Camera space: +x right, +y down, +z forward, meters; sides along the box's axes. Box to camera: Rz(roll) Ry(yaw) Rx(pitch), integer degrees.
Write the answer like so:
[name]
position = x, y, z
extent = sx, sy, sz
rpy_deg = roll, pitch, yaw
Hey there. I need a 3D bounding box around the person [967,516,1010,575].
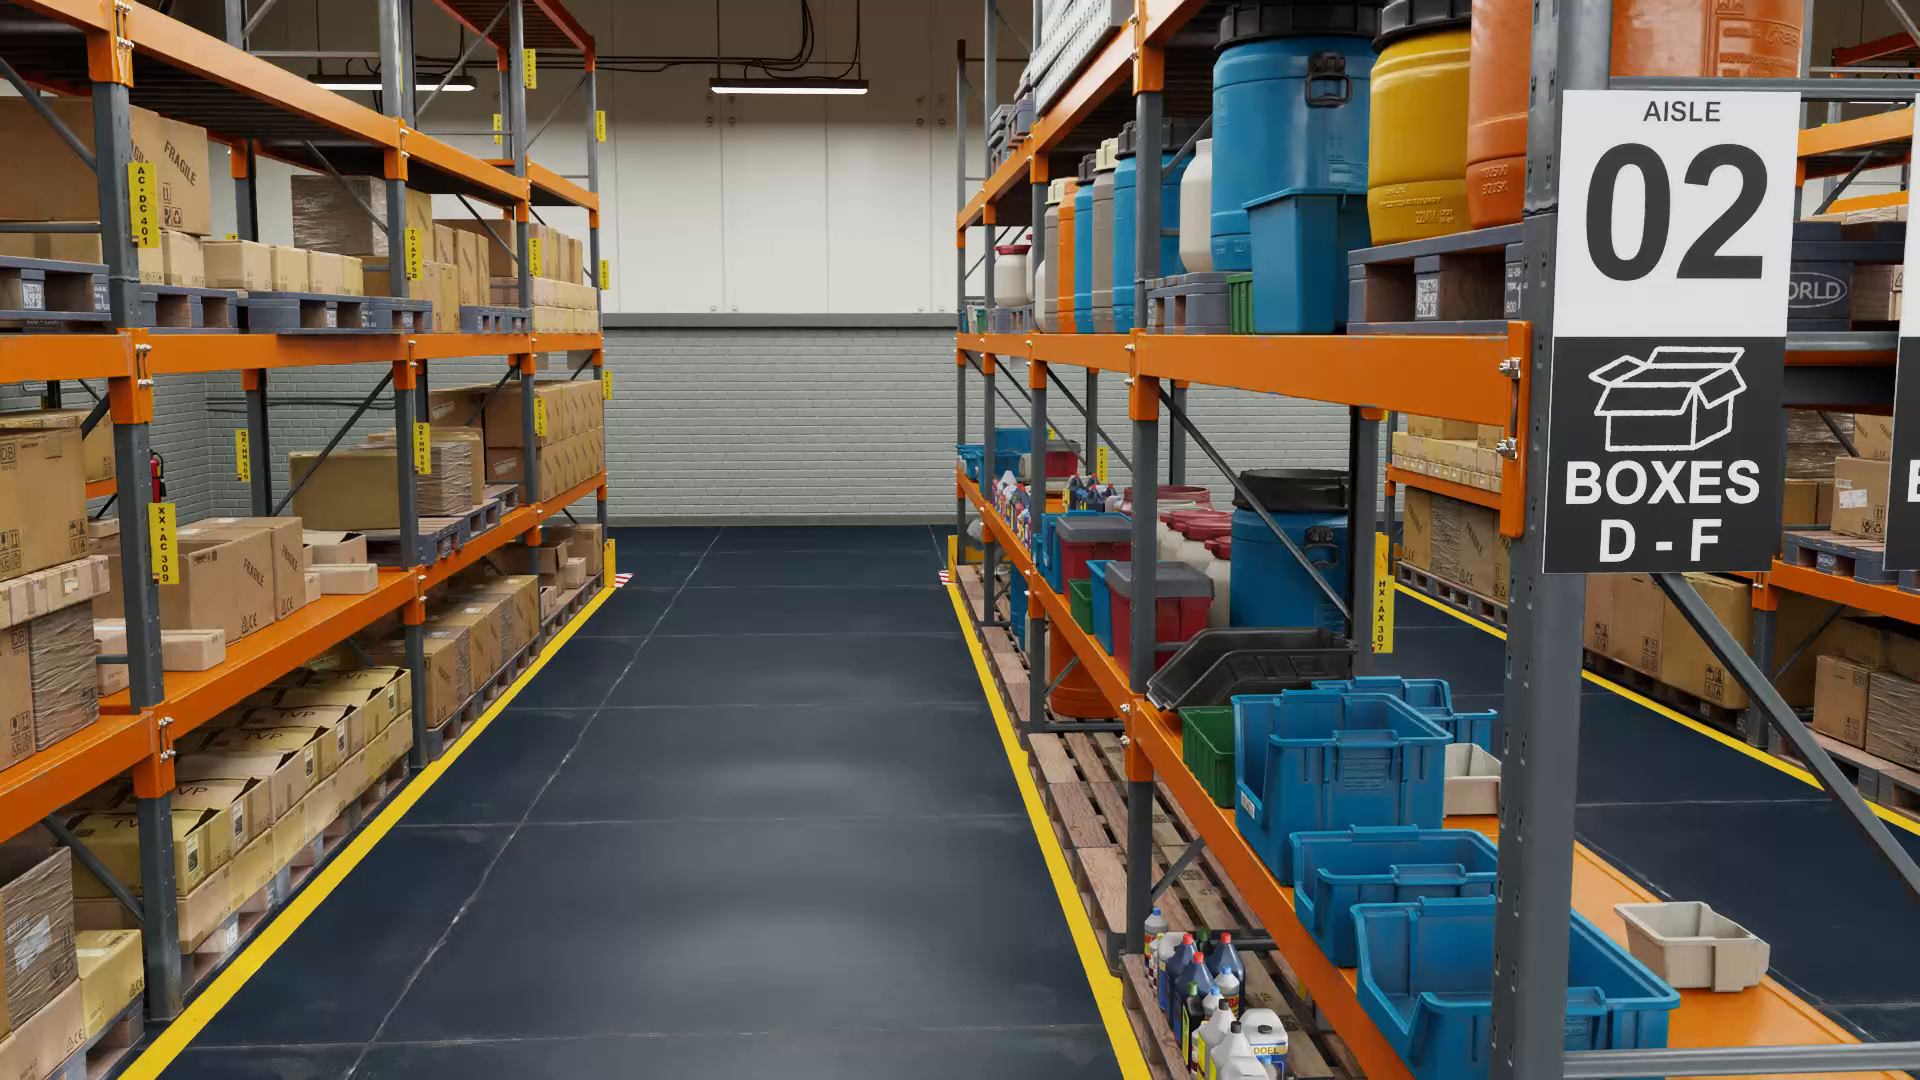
[person]
position = 0.639, 0.048, 18.049
extent = 1.127, 0.645, 0.406
rpy_deg = 1, 7, 7
